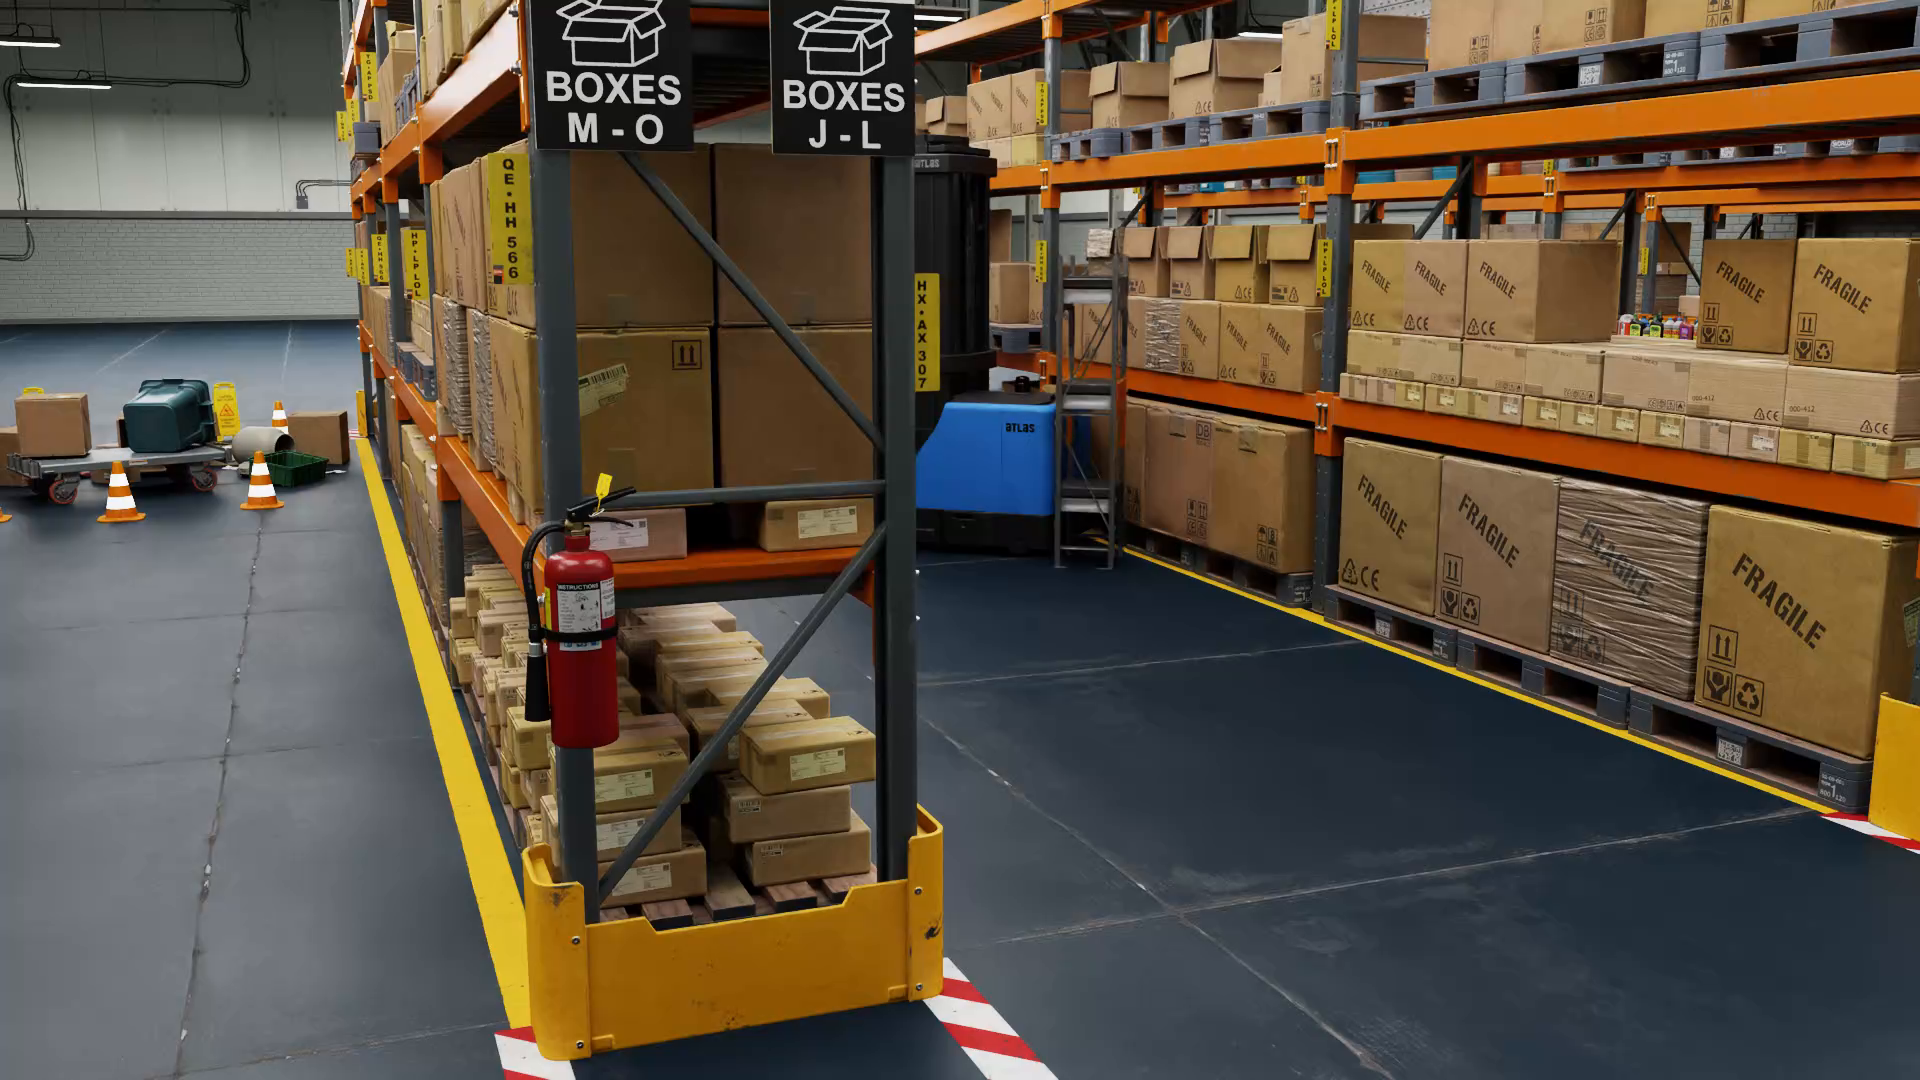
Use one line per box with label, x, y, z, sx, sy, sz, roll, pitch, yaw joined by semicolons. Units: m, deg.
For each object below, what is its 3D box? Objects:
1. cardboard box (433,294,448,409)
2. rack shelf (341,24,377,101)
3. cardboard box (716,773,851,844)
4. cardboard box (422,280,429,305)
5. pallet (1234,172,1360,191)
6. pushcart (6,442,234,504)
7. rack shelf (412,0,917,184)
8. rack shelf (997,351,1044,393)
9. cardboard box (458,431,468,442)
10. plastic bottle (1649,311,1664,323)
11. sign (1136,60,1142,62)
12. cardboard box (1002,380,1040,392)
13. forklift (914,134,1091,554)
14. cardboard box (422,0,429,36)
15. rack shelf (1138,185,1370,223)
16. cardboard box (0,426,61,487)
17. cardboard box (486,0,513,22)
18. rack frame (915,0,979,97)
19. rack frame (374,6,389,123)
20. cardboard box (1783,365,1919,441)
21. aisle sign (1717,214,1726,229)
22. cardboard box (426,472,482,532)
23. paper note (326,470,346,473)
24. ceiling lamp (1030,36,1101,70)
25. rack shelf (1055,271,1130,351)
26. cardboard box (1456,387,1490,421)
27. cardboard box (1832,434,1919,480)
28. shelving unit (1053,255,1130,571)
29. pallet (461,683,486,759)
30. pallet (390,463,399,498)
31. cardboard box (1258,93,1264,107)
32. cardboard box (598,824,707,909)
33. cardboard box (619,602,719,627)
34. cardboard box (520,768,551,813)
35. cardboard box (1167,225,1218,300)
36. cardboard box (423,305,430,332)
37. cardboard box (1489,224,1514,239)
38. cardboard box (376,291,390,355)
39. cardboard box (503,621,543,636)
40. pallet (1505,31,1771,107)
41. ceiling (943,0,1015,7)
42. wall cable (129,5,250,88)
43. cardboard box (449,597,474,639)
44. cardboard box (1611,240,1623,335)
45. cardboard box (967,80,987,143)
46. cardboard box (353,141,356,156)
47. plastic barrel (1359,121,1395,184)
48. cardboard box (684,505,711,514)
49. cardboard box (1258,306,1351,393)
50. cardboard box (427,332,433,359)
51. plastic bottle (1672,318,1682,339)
cardboard box;-2.115;-0.868;7.602;0.500;0.500;0.500;-4;11;-22
rack shelf;-5.683;-4.804;16.930;1.077;0.370;4.000;-4;11;-21
cardboard box;-0.561;0.832;5.269;0.380;0.149;0.250;-3;11;-19
cardboard box;-3.142;-1.539;10.328;0.380;0.149;0.250;-3;11;-18
pallet;3.965;-4.183;19.347;1.213;0.211;1.003;-4;11;-21
pushcart;-7.429;-0.606;14.752;1.648;0.377;0.936;-9;13;-40
rack shelf;-1.335;-1.566;6.146;1.077;0.370;4.000;-4;11;-21
rack shelf;0.426;-1.693;15.426;1.077;0.370;4.000;-4;11;-21
cardboard box;-2.099;-0.541;7.616;0.380;0.149;0.250;-4;11;-19
plastic bottle;6.311;-1.939;15.086;0.061;0.283;0.133;-4;11;-21
sign;2.354;-6.157;21.937;0.100;0.325;0.005;-4;11;-21
cardboard box;0.678;-1.269;14.730;0.500;0.250;0.500;-3;10;-14
forklift;-0.584;-1.484;12.392;3.031;2.935;1.130;4;11;21
cardboard box;-2.109;-2.325;7.360;0.500;0.250;0.500;-4;11;-19
rack shelf;3.593;-4.137;20.601;1.077;0.370;4.000;-4;11;-21
cardboard box;-8.656;-0.776;15.350;0.500;0.500;0.500;3;11;18
cardboard box;-1.021;-1.577;4.584;0.500;0.250;0.500;-4;11;-22
rack frame;-0.299;-5.327;16.673;1.000;3.000;0.127;-4;11;-21
rack frame;-3.509;-4.376;11.326;1.000;3.000;0.127;-4;11;-21
cardboard box;3.627;-0.550;6.524;0.500;0.250;0.500;-4;11;-22
aisle sign;11.796;-5.242;25.902;0.394;0.787;0.004;-4;11;-21
cardboard box;-2.565;-0.220;8.890;0.500;0.250;0.500;-4;11;-22
paper note;-6.046;-0.666;16.076;0.142;0.020;0.147;5;11;28
ceiling lamp;2.368;-12.202;38.654;2.000;3.185;0.800;-4;11;-21
rack shelf;0.899;-1.553;11.235;0.431;0.518;0.480;2;10;13
cardboard box;2.778;-0.704;8.532;0.380;0.149;0.250;-4;11;-22
cardboard box;3.614;-0.328;6.418;0.380;0.149;0.250;-4;11;-20
shelving unit;0.899;-0.877;11.356;0.431;2.100;0.503;2;10;13
pallet;-1.783;0.711;7.821;1.003;0.211;1.213;-4;11;-21
pallet;-4.609;-0.581;15.085;1.003;0.211;1.213;-4;11;-21
cardboard box;2.200;-2.880;11.000;0.380;0.149;0.250;-4;11;-23
cardboard box;-0.995;1.008;5.132;0.380;0.149;0.250;-4;11;-20
cardboard box;-1.256;0.341;7.180;0.380;0.149;0.250;-4;11;-24
cardboard box;-1.257;0.781;5.556;0.380;0.149;0.250;-4;11;-23
cardboard box;1.883;-1.928;11.543;0.797;0.503;0.637;-4;11;-19
cardboard box;-3.053;-1.350;10.114;0.380;0.149;0.250;-4;11;-21
cardboard box;7.858;-4.171;23.315;0.700;0.500;0.500;-4;11;-22
cardboard box;-4.473;-1.775;13.546;0.500;0.500;0.500;-4;11;-20
cardboard box;-1.638;0.418;6.749;0.380;0.149;0.250;-4;11;-23
pallet;3.325;-2.168;7.730;1.003;0.211;1.213;-4;11;-21
ceiling;3.364;-15.135;46.115;6.000;0.001;6.000;-4;11;-21
wall cable;-21.498;-13.891;46.278;3.097;2.526;0.112;-4;11;-21
cardboard box;-2.226;0.360;7.921;0.380;0.149;0.250;-3;11;-18
cardboard box;3.194;-1.369;8.991;0.500;0.500;0.500;-4;11;-20
cardboard box;0.383;-3.720;14.488;0.500;0.500;0.500;-4;11;-20
cardboard box;-5.942;-3.973;16.856;0.380;0.149;0.250;-4;11;-21
plastic barrel;4.704;-4.342;18.270;0.600;0.901;0.708;-4;11;-21
cardboard box;-0.822;-0.186;5.620;0.380;0.149;0.250;-3;11;-18
cardboard box;2.176;-1.176;10.181;0.500;0.500;0.500;-4;11;-21
cardboard box;-2.960;-1.161;9.899;0.380;0.149;0.250;-4;11;-23
plastic bottle;5.974;-1.709;13.830;0.097;0.271;0.097;0;10;0
